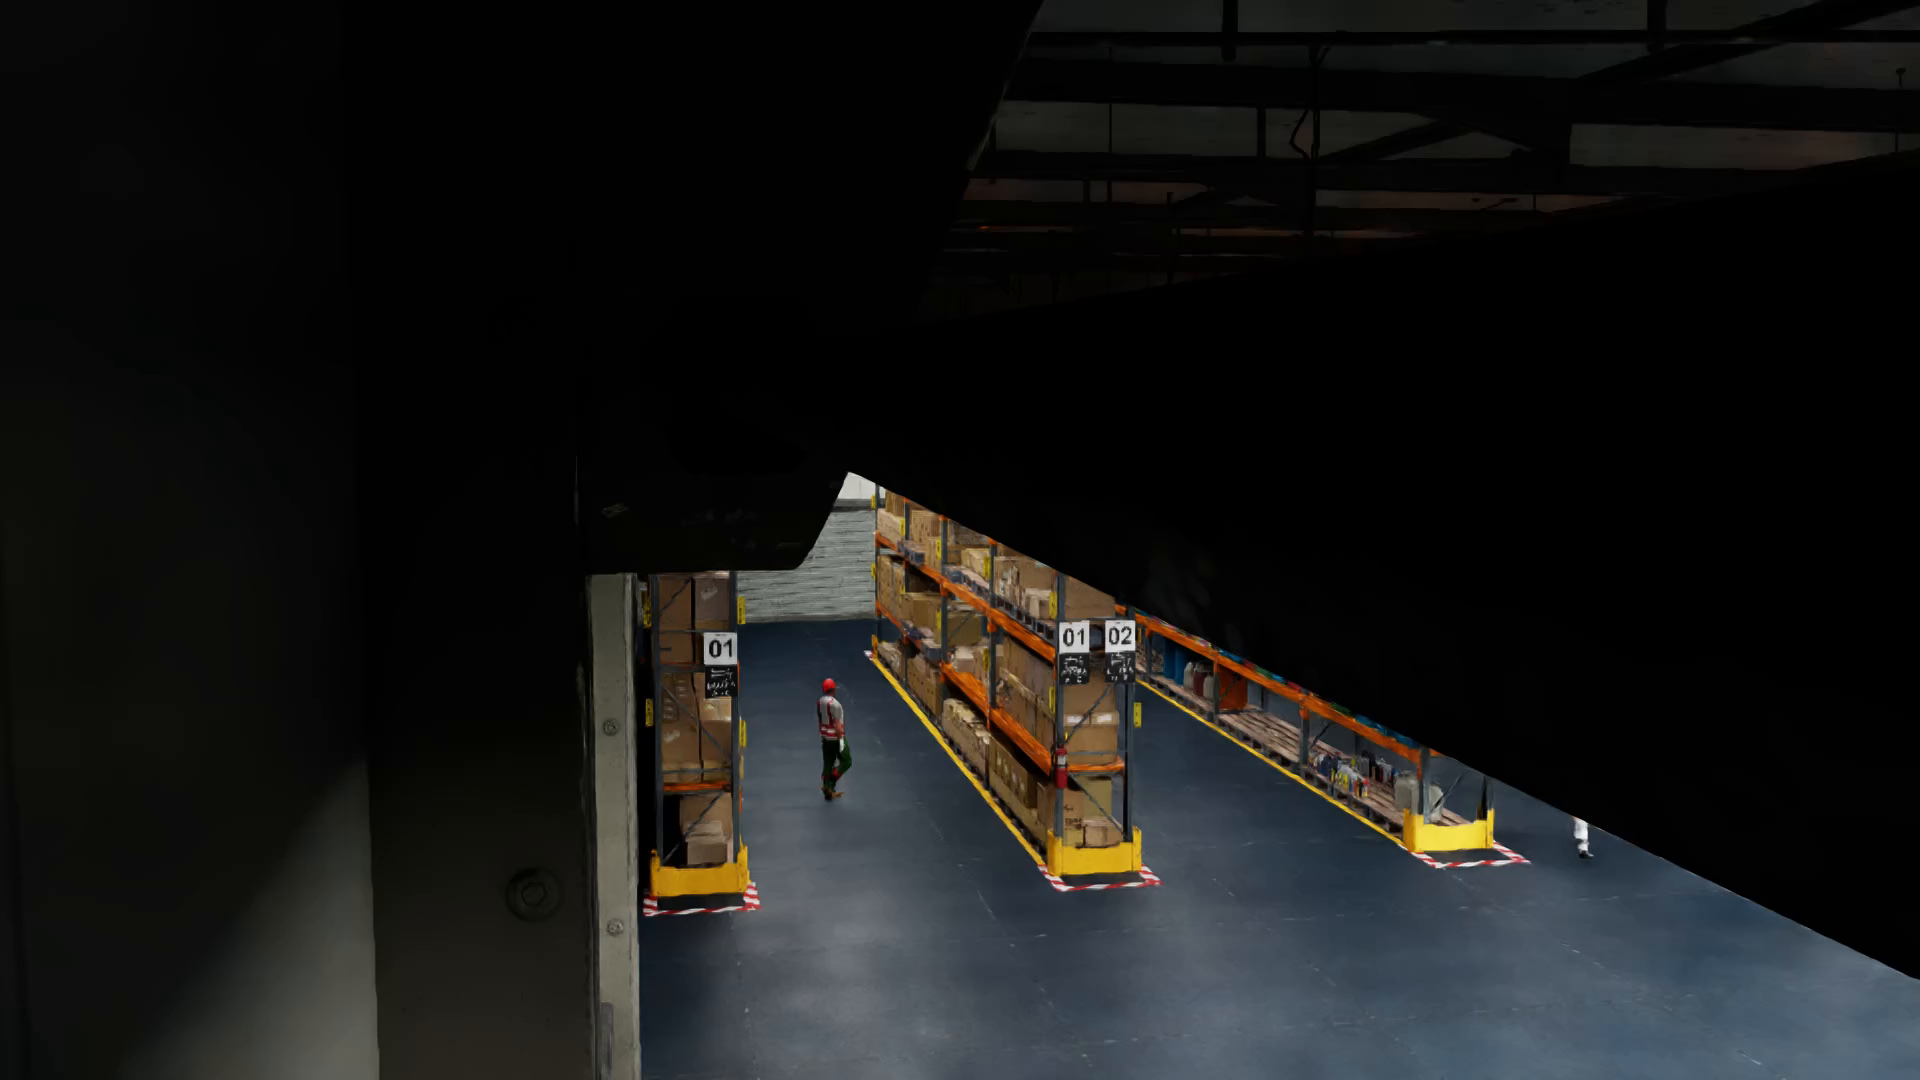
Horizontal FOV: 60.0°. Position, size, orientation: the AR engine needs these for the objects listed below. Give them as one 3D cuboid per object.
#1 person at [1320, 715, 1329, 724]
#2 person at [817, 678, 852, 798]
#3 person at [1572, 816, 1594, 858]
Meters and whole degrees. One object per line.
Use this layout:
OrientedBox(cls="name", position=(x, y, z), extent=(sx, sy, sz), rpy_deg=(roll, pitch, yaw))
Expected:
OrientedBox(cls="person", position=(6.721, 2.514, 29.300), extent=(0.490, 1.591, 0.999), rpy_deg=(-2, 6, -19))
OrientedBox(cls="person", position=(-1.898, 2.926, 24.510), extent=(0.443, 1.786, 0.598), rpy_deg=(-5, 7, -38))
OrientedBox(cls="person", position=(8.199, 3.236, 21.678), extent=(0.533, 1.728, 1.036), rpy_deg=(0, 6, -2))
